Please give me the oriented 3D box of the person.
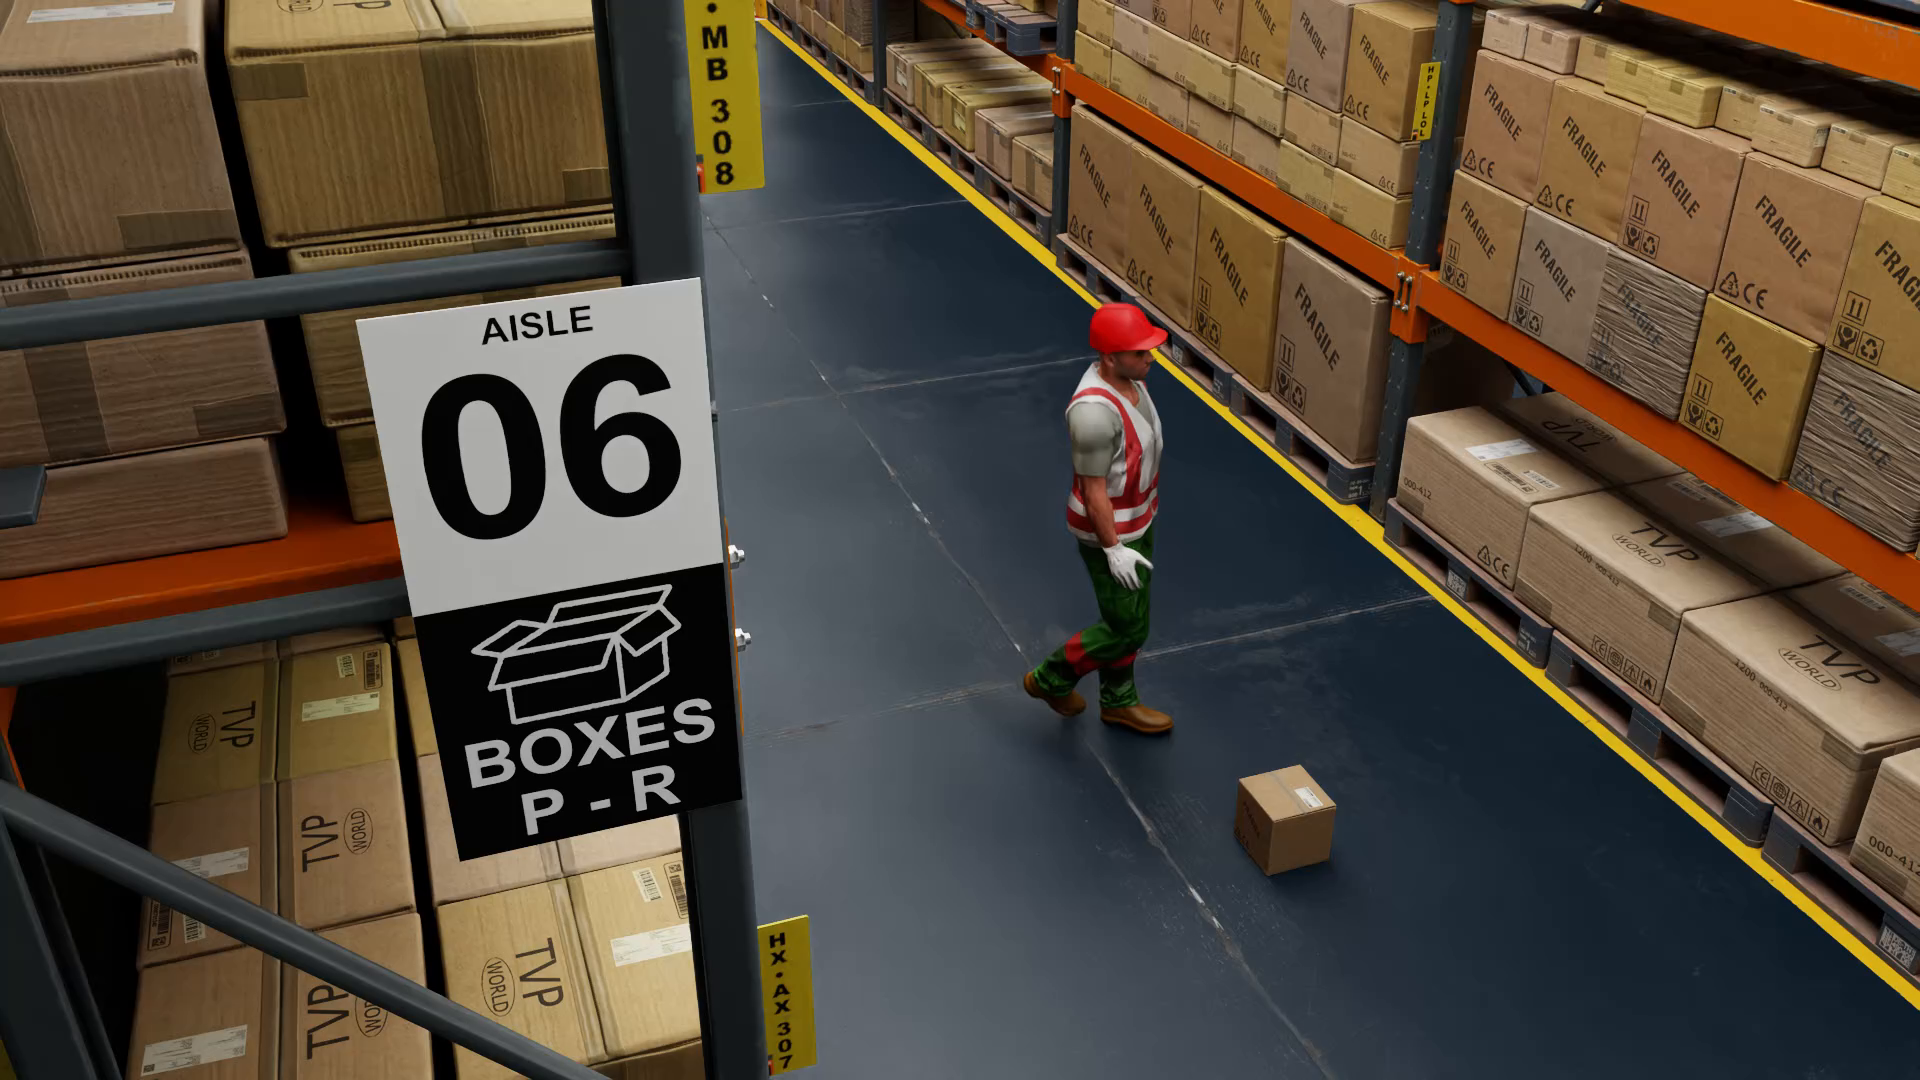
[{"bbox_3d":[0.687,-0.012,6.160,0.387,1.843,0.572,11,31,19],"label":"person"}]
